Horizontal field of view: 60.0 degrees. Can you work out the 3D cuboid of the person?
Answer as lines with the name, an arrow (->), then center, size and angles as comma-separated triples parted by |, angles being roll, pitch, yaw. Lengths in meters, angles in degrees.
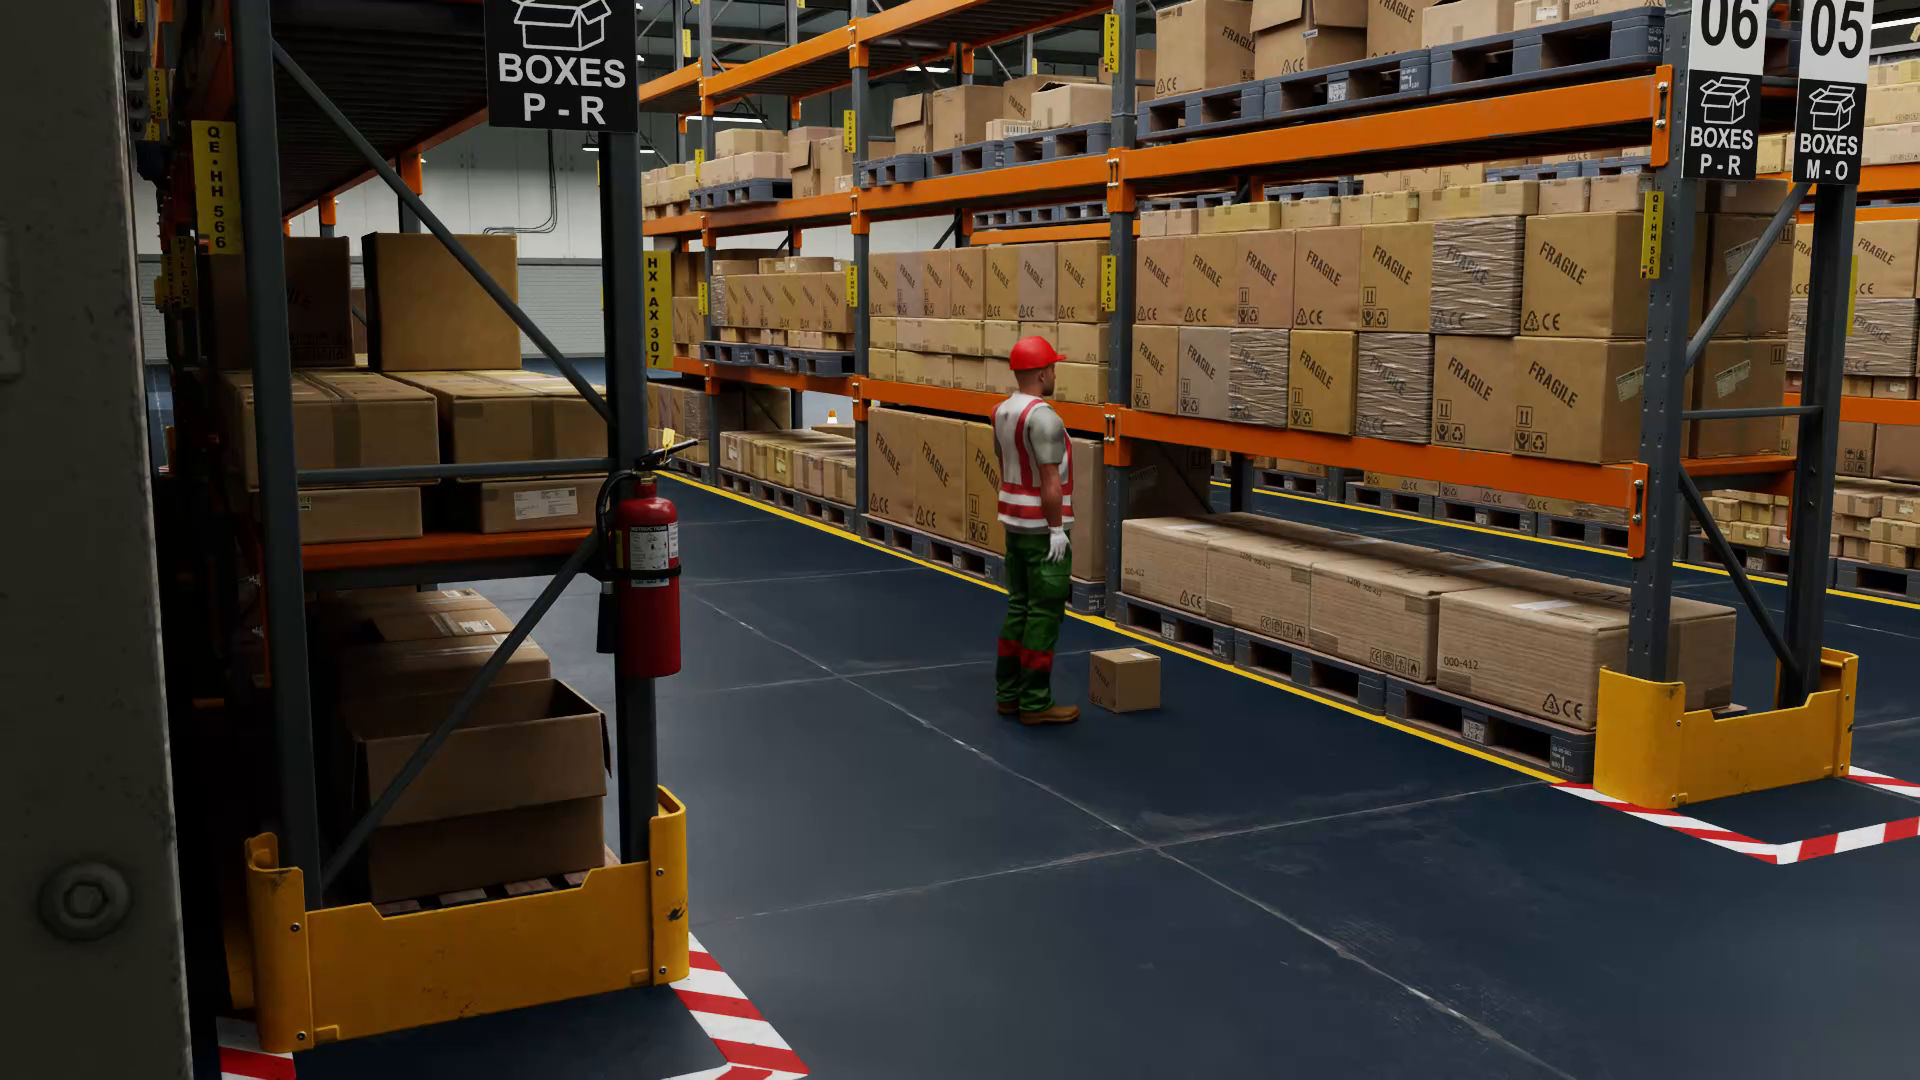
person -> 0.352, -0.047, 7.768 | 0.365, 1.775, 0.529 | -4, 9, -25
